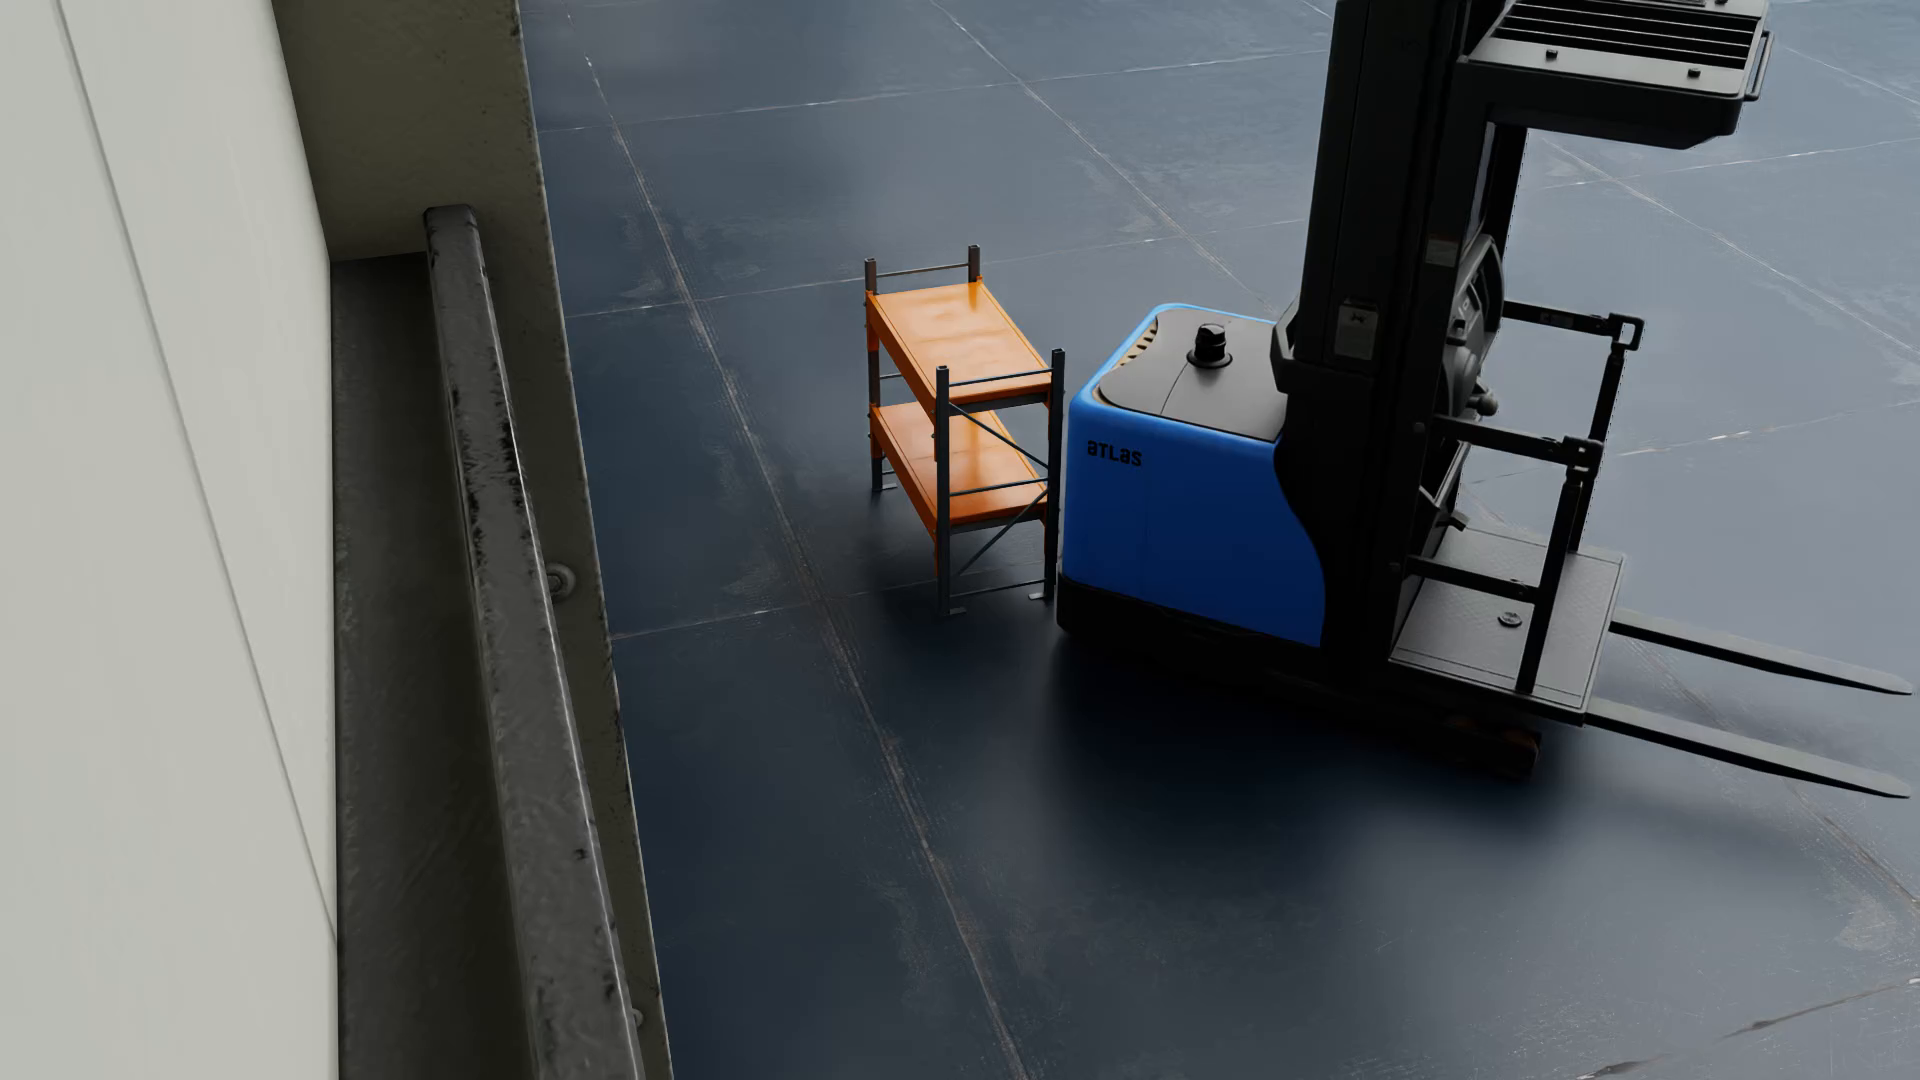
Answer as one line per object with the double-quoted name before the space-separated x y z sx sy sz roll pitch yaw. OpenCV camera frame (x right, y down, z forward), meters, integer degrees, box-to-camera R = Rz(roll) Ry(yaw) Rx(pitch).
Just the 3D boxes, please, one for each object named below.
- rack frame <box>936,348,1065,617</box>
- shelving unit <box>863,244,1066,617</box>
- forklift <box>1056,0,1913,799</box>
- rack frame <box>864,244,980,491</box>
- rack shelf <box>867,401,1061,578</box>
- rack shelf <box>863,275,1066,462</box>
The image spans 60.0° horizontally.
"rack frame" 0.153 -0.206 6.504 0.500 1.125 0.032 -10 35 -15
"shelving unit" -0.002 -0.473 6.908 0.538 1.125 1.048 -10 35 -15
"forklift" 1.938 -0.713 5.633 3.031 2.935 1.130 15 36 21
"rack frame" -0.157 -0.740 7.312 0.500 1.125 0.032 -10 35 -15
"rack shelf" -0.002 -0.269 7.043 0.538 0.278 1.000 -10 35 -15
"rack shelf" -0.002 -0.717 6.746 0.538 0.278 1.000 -10 35 -15
